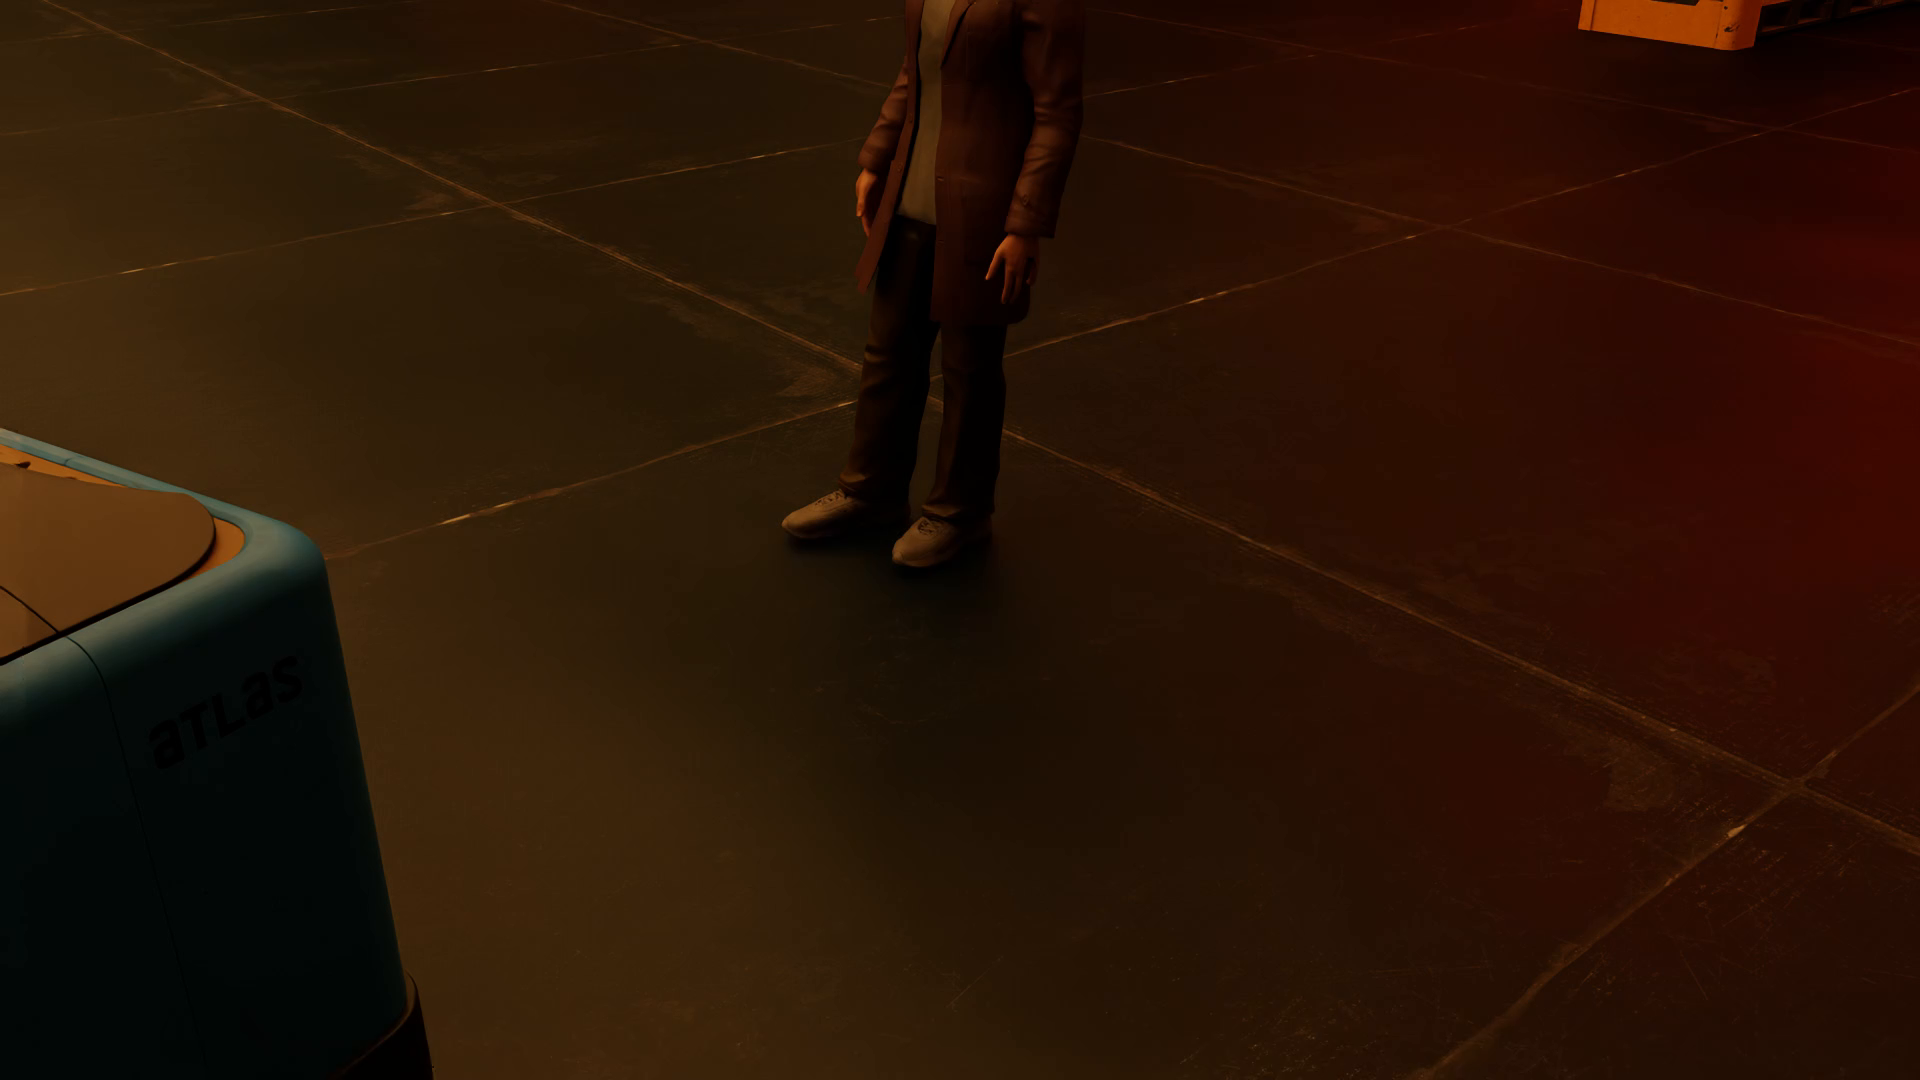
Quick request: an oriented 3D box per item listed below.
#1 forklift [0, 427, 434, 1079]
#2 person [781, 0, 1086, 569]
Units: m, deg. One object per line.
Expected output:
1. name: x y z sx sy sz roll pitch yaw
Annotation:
1. forklift: -1.985 0.089 1.023 1.130 2.935 3.031 15 30 27
2. person: -0.073 -0.778 4.053 0.579 1.778 0.696 -20 33 -35
